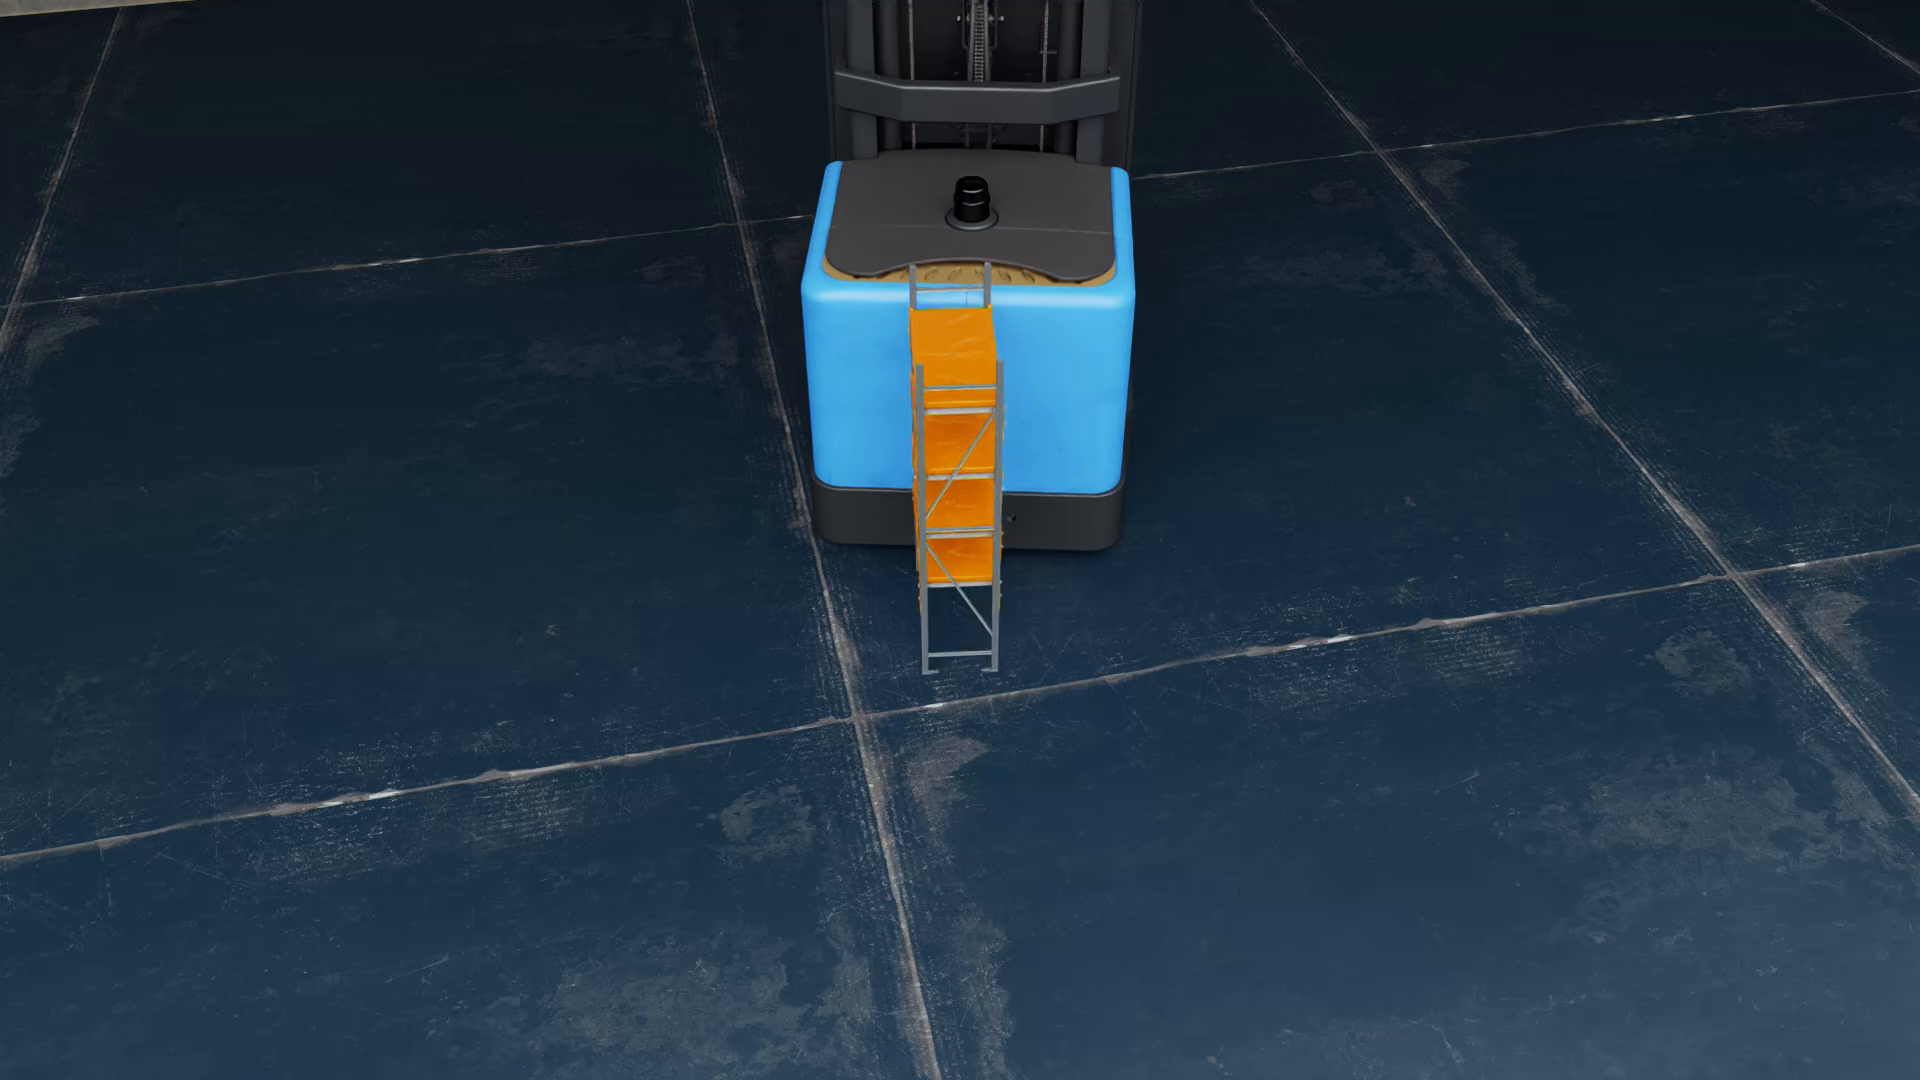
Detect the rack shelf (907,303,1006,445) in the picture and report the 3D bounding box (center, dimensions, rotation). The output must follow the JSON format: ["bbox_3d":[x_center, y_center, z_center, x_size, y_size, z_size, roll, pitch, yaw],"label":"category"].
[{"bbox_3d":[-0.014,-0.485,4.801,0.258,0.148,0.480,-2,42,-3],"label":"rack shelf"}]

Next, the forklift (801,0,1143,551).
[{"bbox_3d":[0.086,-2.022,5.820,1.130,2.935,3.031,2,42,2],"label":"forklift"}]

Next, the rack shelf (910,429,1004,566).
[{"bbox_3d":[-0.014,-0.141,5.107,0.258,0.148,0.480,-2,42,-3],"label":"rack shelf"}]

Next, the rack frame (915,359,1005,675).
[{"bbox_3d":[0.000,-0.030,4.880,0.240,1.200,0.015,-2,42,-3],"label":"rack frame"}]

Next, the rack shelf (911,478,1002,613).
[{"bbox_3d":[-0.014,0.007,5.238,0.258,0.148,0.480,-2,42,-3],"label":"rack shelf"}]

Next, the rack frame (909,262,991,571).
[{"bbox_3d":[-0.029,-0.353,5.244,0.240,1.200,0.015,-2,42,-3],"label":"rack frame"}]

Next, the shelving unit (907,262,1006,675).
[{"bbox_3d":[-0.014,-0.191,5.062,0.258,1.200,0.503,-2,42,-3],"label":"shelving unit"}]

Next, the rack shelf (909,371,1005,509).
[{"bbox_3d":[-0.014,-0.308,4.958,0.258,0.148,0.480,-2,42,-3],"label":"rack shelf"}]
